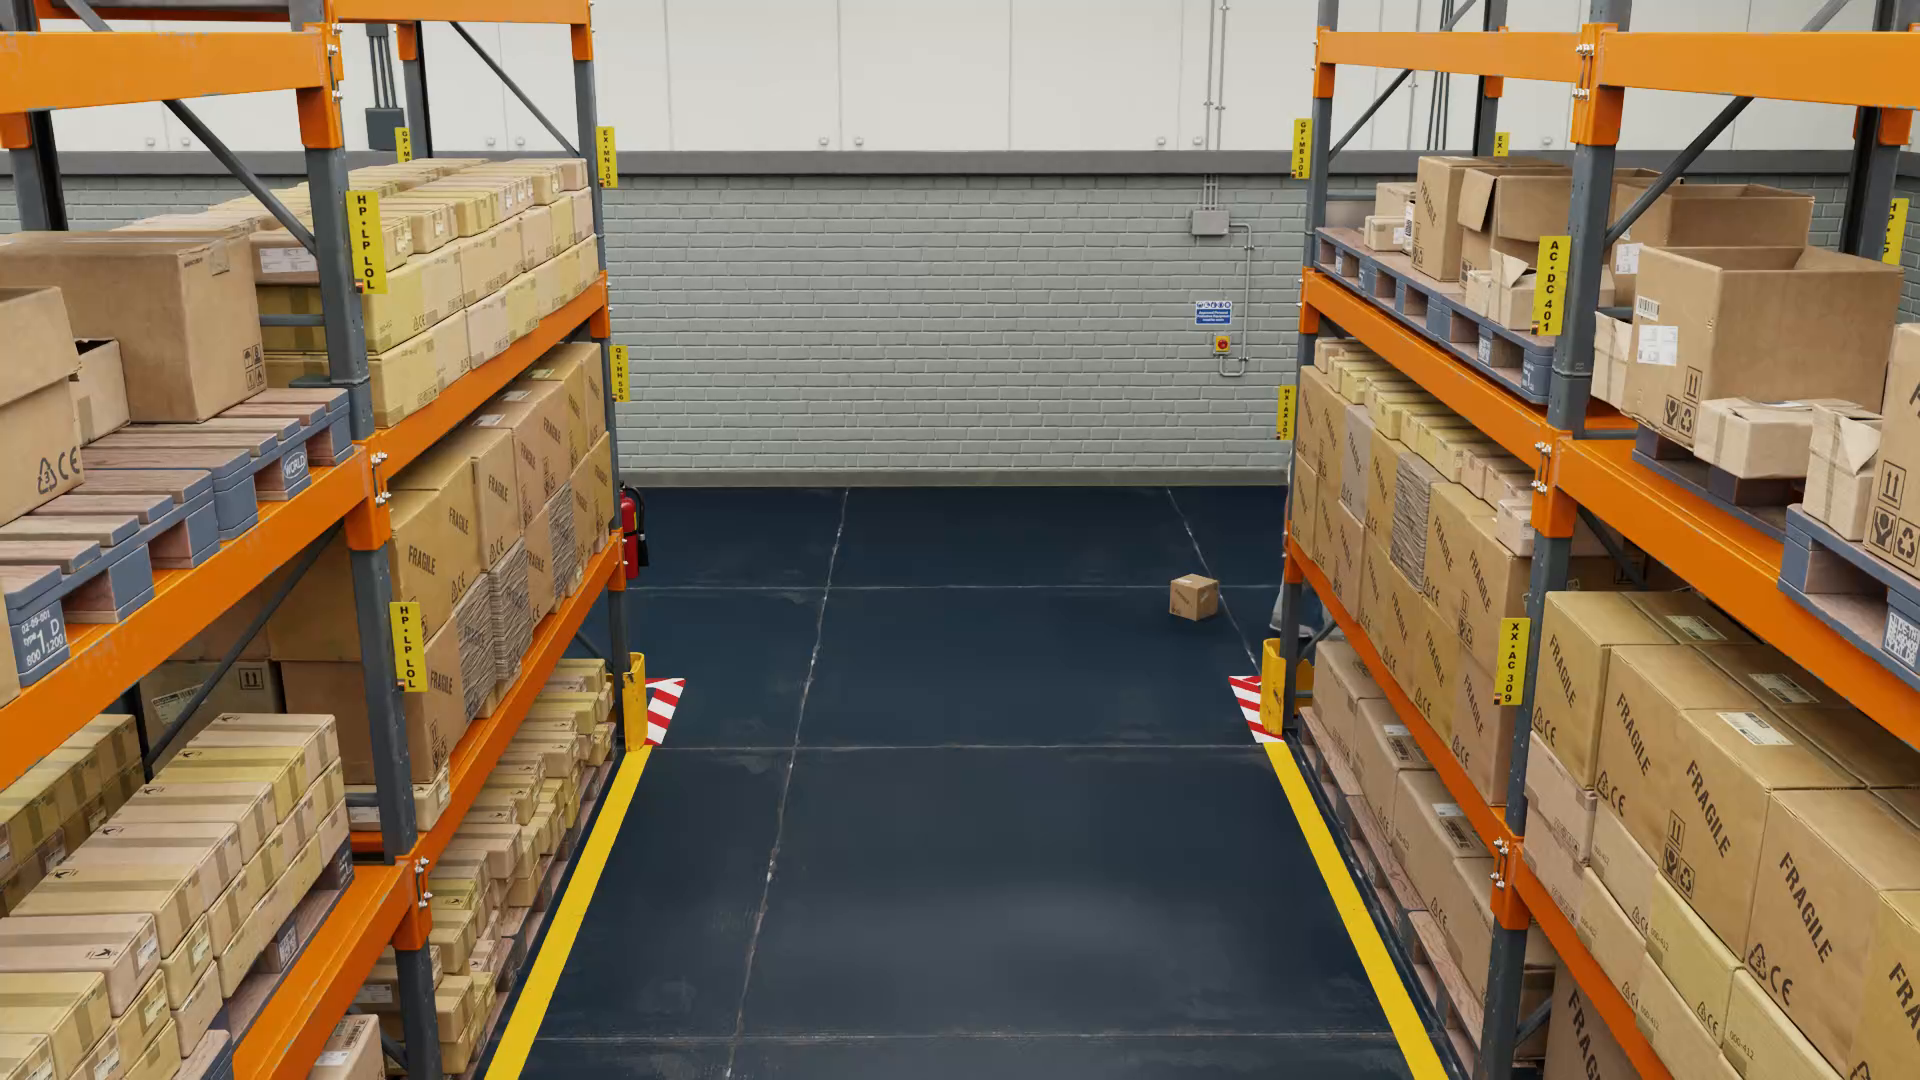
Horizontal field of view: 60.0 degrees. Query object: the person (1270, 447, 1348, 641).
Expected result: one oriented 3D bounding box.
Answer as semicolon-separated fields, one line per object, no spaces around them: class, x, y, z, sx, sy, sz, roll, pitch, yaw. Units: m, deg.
person;2.492;-0.099;11.389;0.690;1.840;0.590;7;18;23
